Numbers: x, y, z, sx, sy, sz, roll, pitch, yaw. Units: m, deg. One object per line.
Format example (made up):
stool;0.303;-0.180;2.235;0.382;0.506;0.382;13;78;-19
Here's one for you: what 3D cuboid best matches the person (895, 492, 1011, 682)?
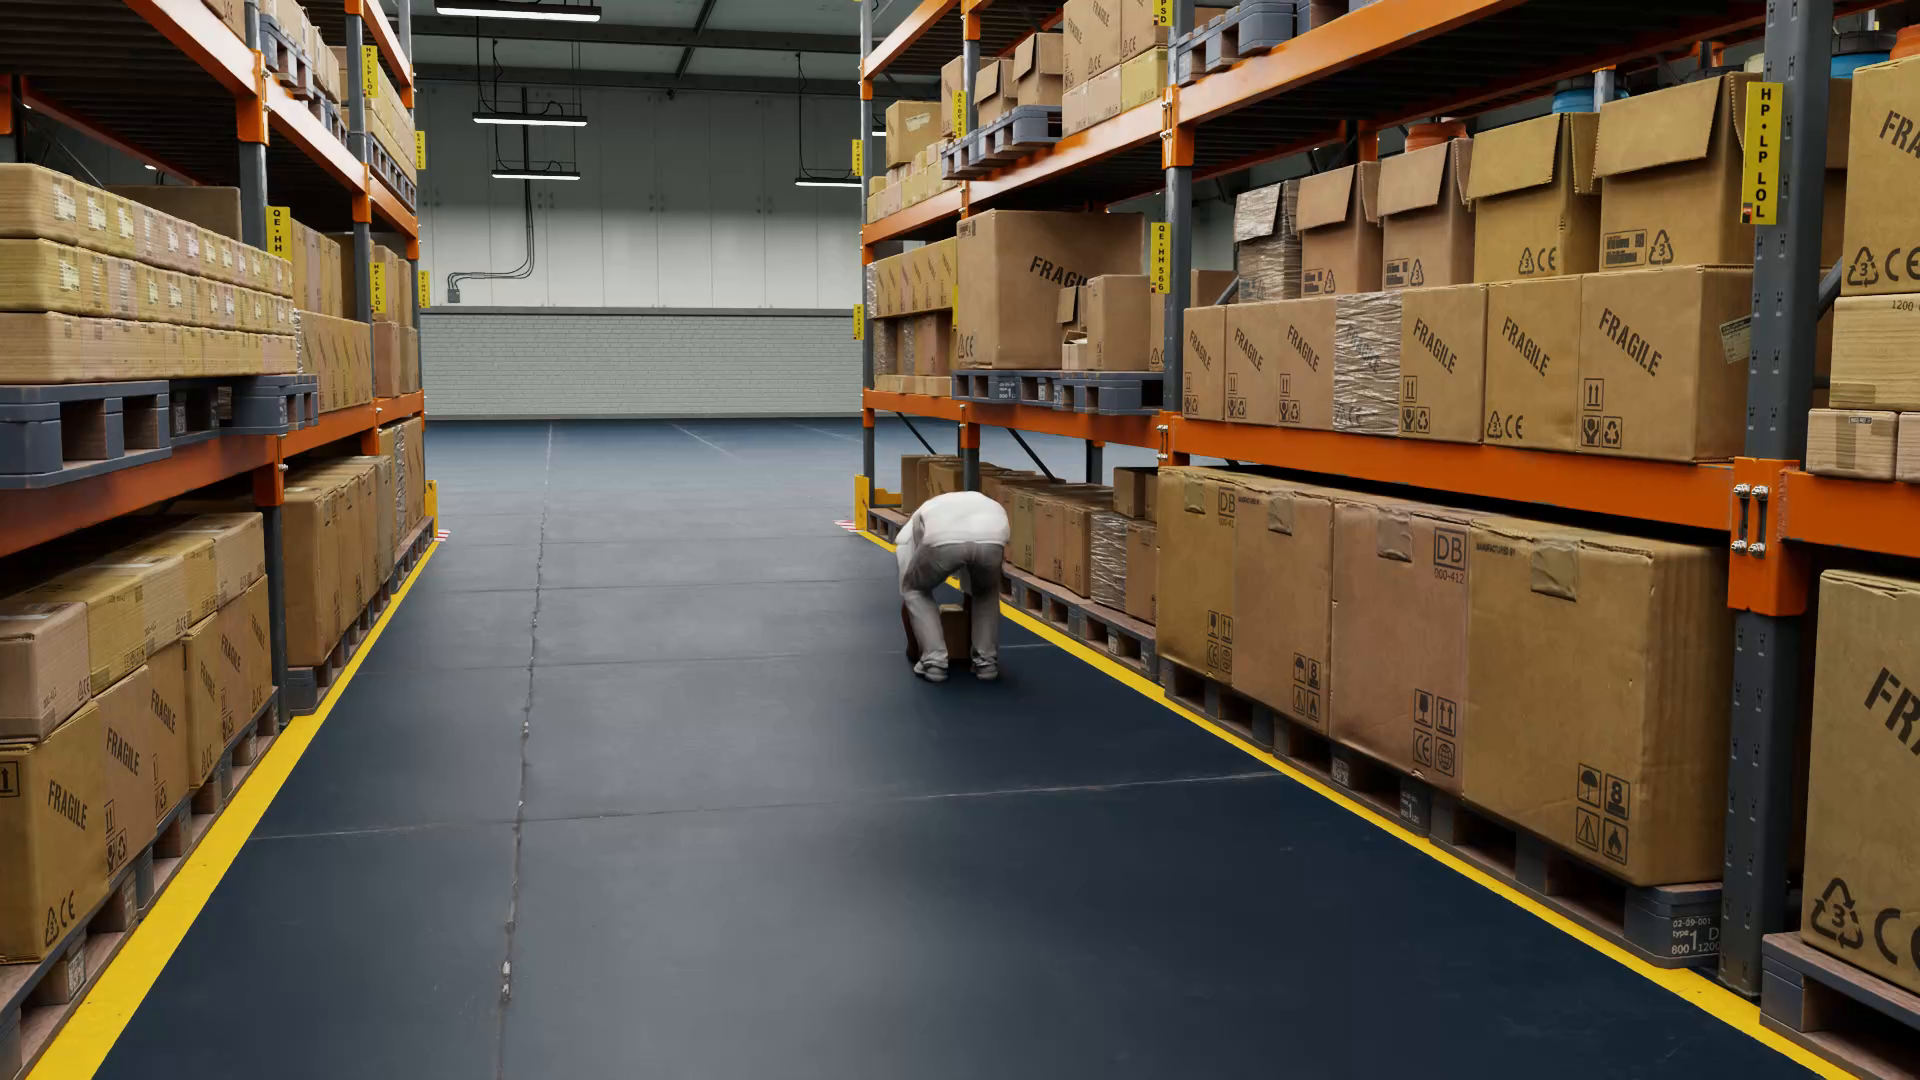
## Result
person;-0.054;0.202;8.406;0.511;0.925;0.975;-1;6;-13
